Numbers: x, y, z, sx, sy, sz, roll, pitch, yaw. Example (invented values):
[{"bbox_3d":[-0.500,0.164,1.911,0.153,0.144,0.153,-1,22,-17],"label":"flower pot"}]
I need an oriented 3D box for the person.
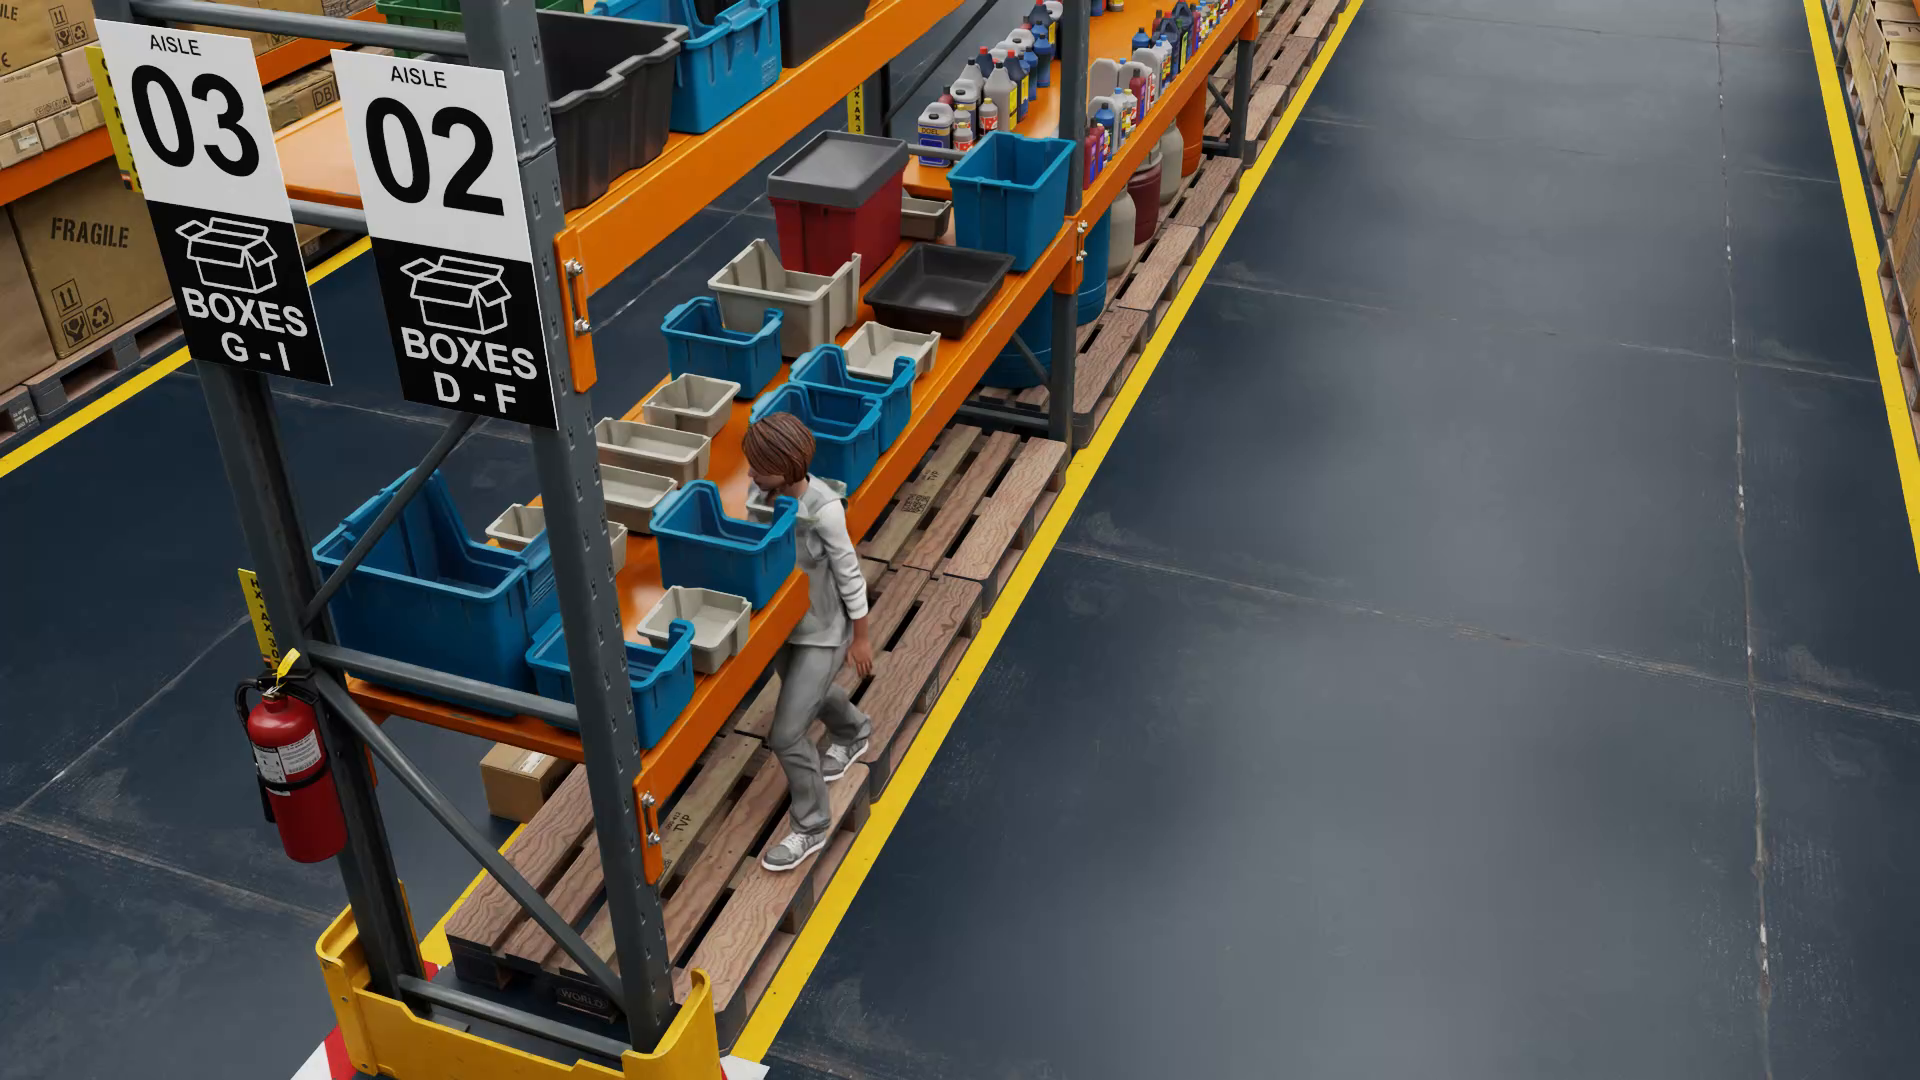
[{"bbox_3d":[-0.510,0.283,5.404,0.446,1.546,0.714,29,43,36],"label":"person"}]
